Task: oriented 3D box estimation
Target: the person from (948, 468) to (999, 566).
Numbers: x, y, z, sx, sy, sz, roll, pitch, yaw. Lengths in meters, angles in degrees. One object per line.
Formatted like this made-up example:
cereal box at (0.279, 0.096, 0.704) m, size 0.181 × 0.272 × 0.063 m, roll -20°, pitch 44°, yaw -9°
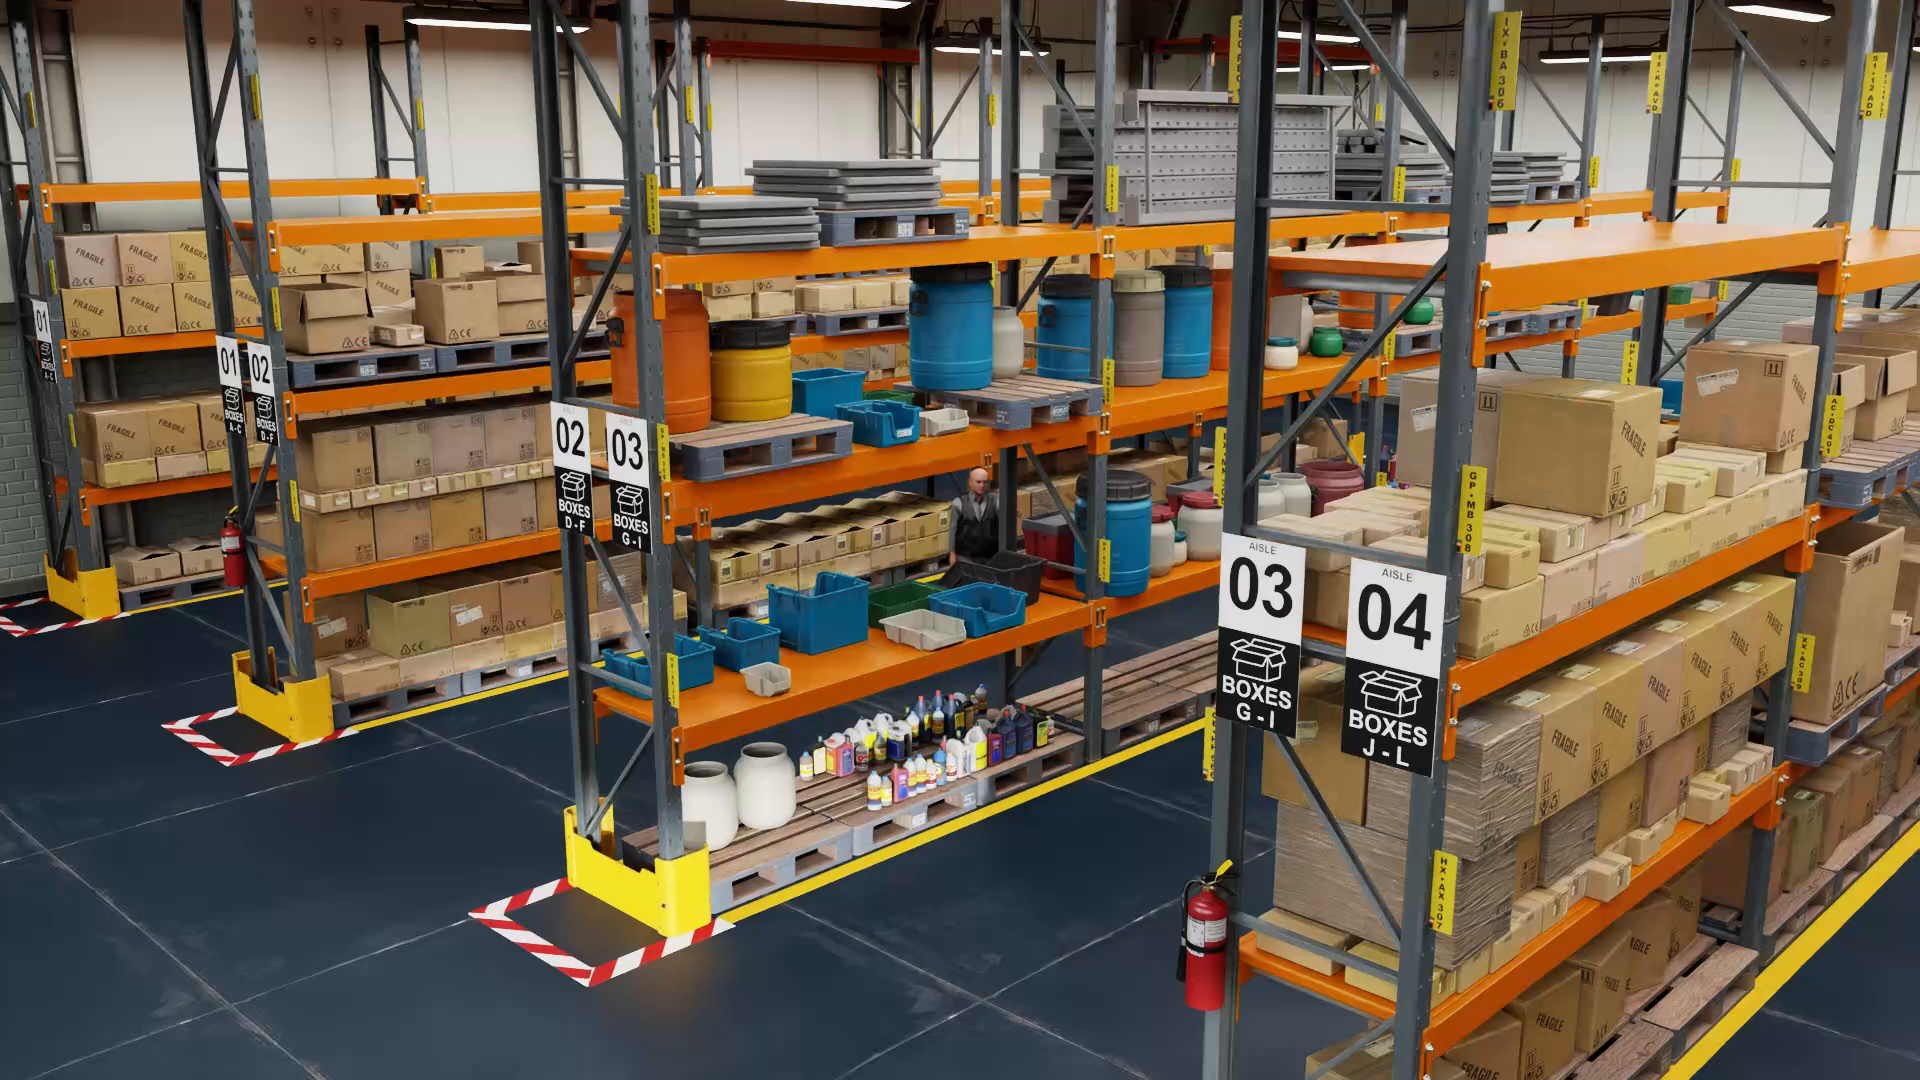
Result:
person at (0.173, 0.179, 15.816) m, size 0.546 × 1.726 × 0.672 m, roll -2°, pitch 14°, yaw -7°
